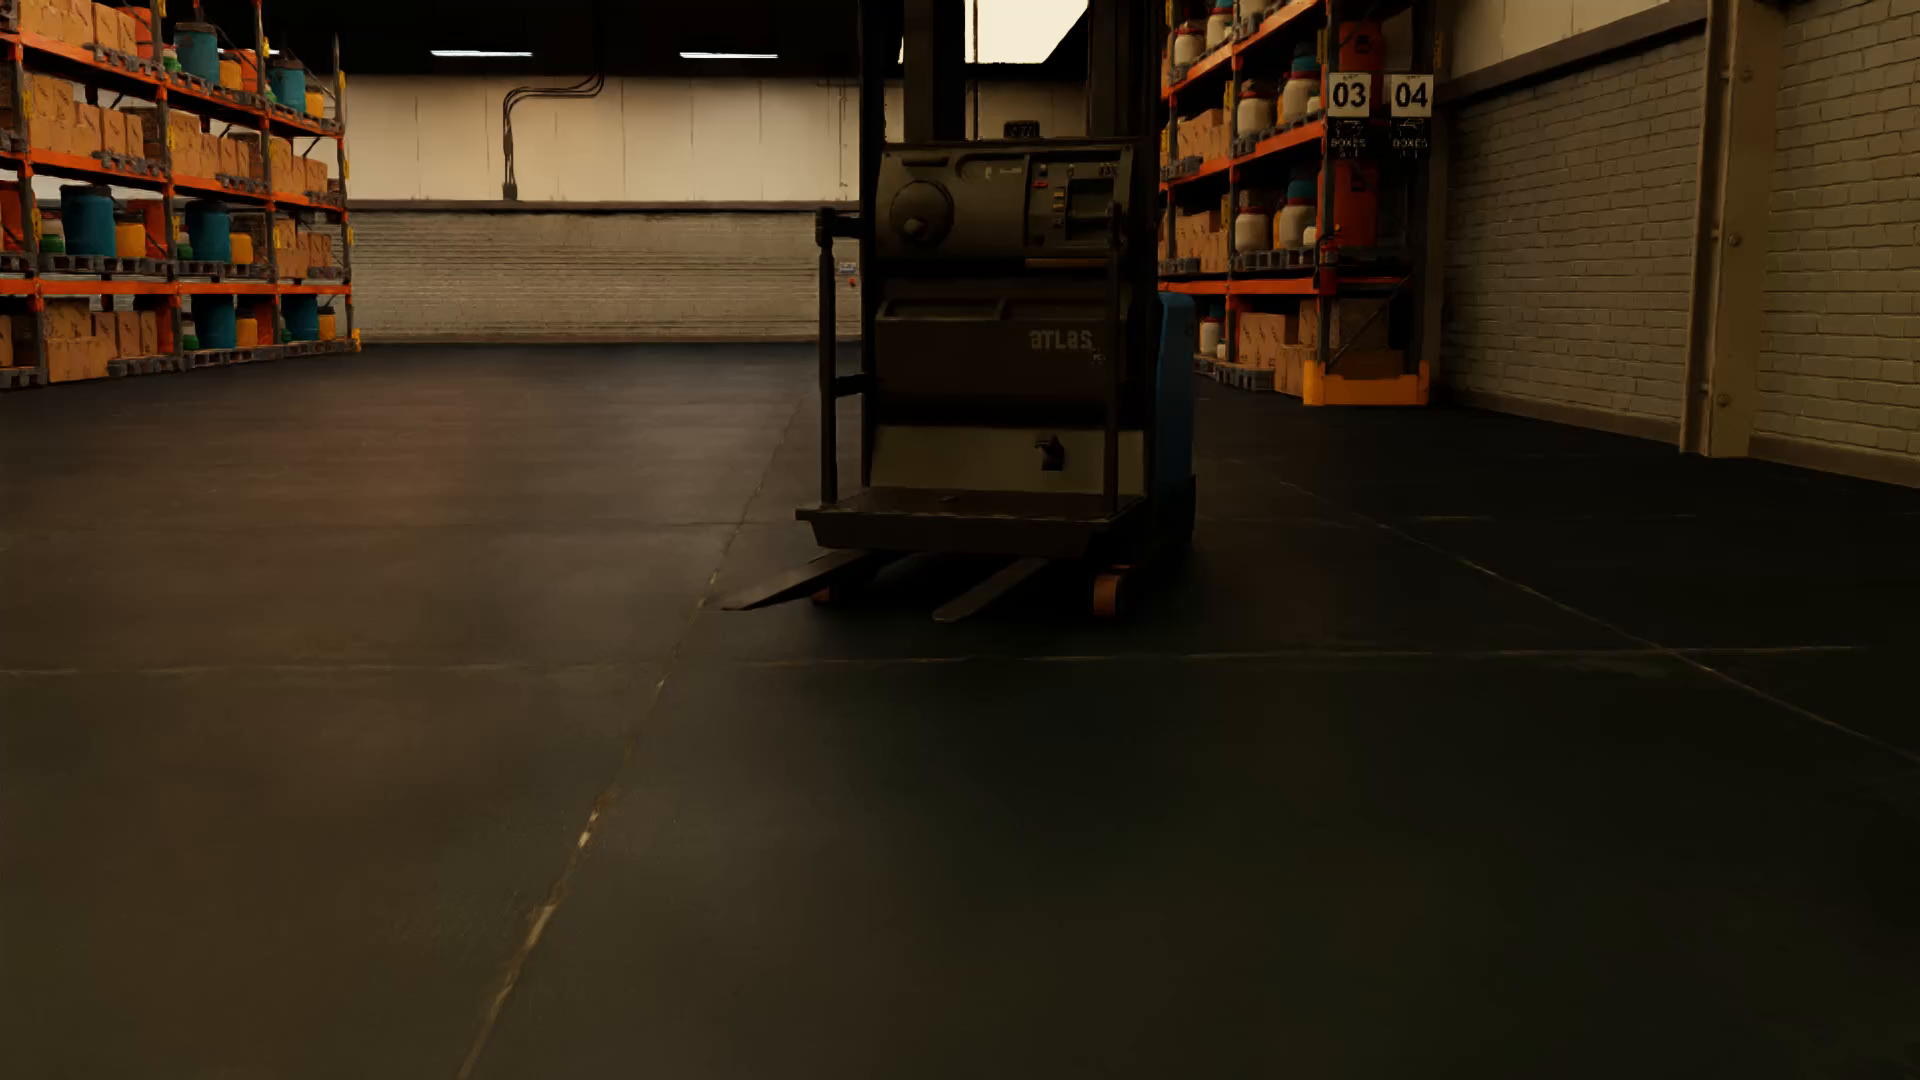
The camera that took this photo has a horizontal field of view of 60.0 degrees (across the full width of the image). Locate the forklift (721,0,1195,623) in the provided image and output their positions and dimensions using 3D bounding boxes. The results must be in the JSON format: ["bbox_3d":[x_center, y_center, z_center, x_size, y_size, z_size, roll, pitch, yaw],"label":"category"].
[{"bbox_3d":[0.096,-1.244,5.707,1.130,2.935,3.031,2,9,16],"label":"forklift"}]

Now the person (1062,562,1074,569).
[{"bbox_3d":[0.110,-0.726,6.745,0.881,1.691,0.674,0,8,-2],"label":"person"}]
